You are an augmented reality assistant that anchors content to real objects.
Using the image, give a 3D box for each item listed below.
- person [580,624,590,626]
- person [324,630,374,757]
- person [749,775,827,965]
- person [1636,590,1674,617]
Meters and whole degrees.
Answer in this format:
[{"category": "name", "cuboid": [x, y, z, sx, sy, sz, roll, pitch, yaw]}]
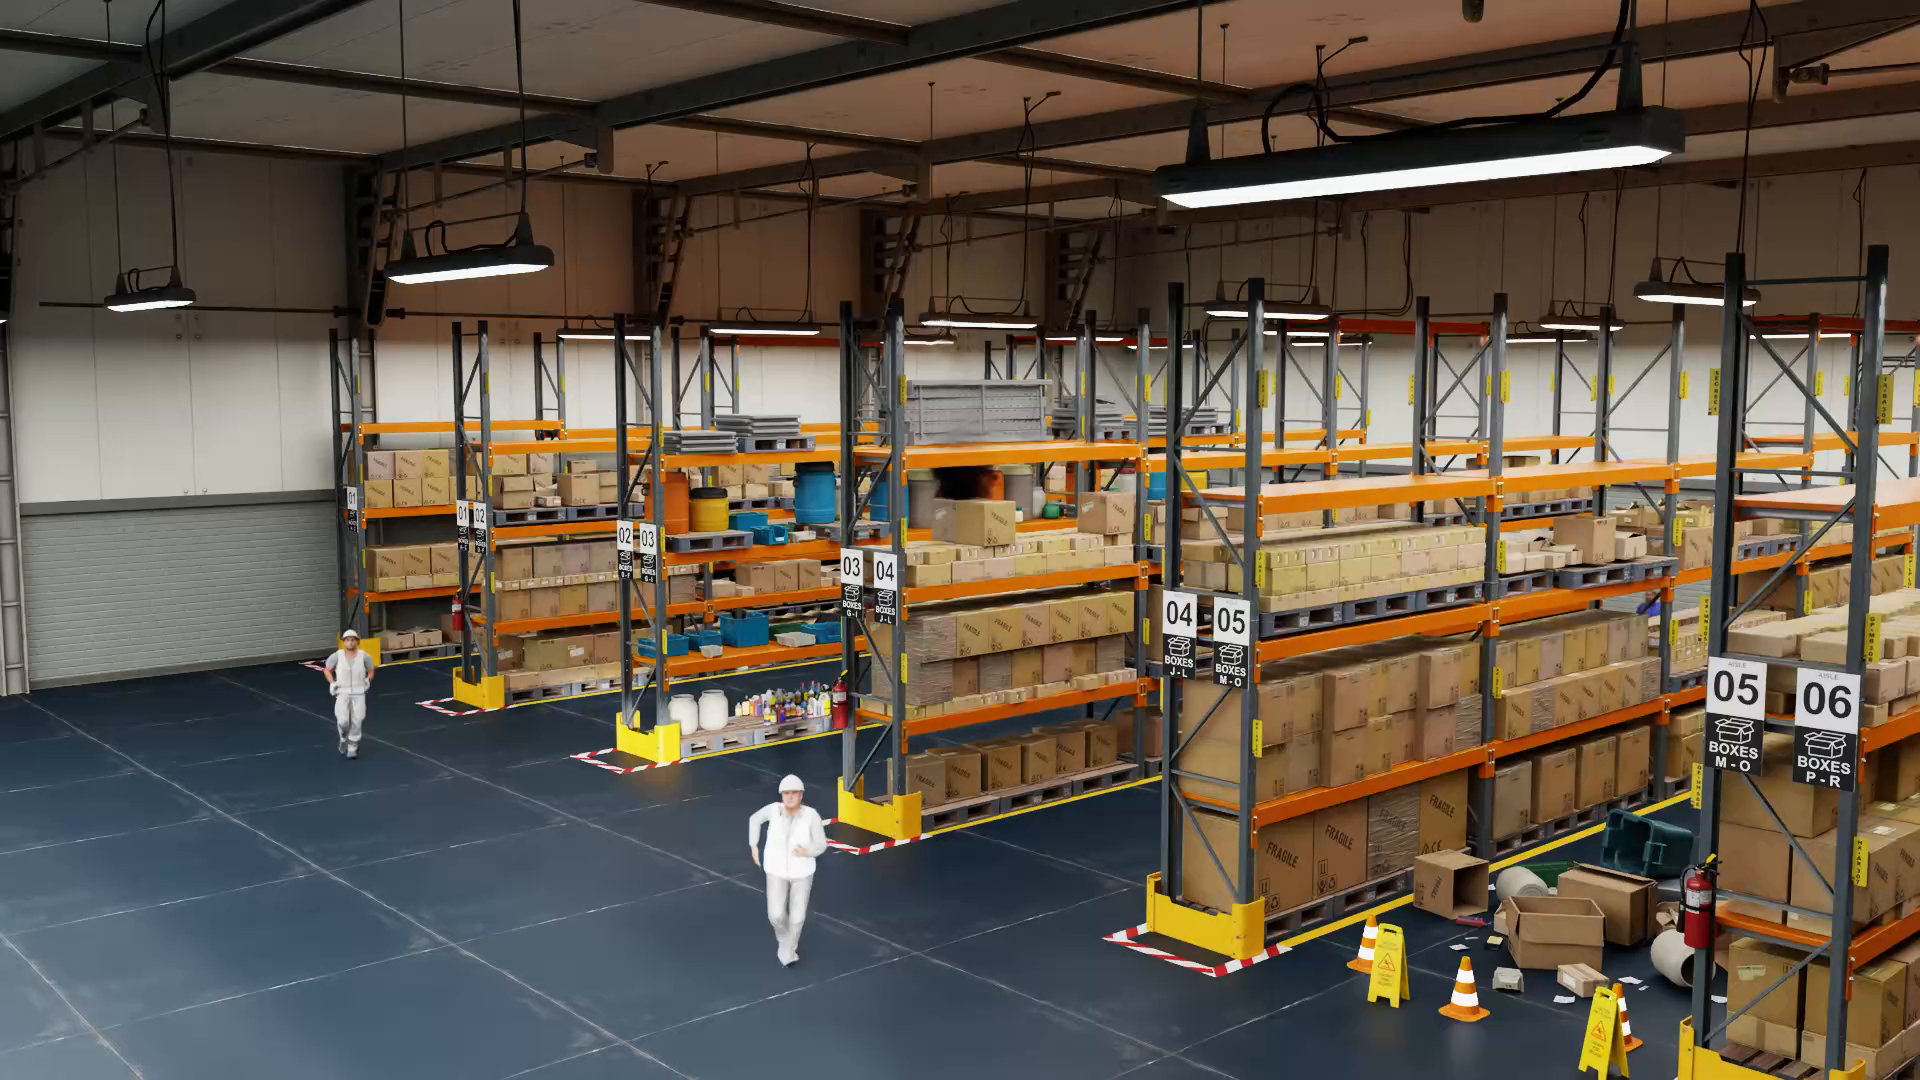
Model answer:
[{"category": "person", "cuboid": [-6.613, 1.397, 29.655, 0.887, 1.696, 0.518, -6, 8, -44]}, {"category": "person", "cuboid": [-8.197, 2.078, 22.378, 0.634, 1.738, 0.570, -2, 6, -23]}, {"category": "person", "cuboid": [-1.490, 2.867, 14.370, 0.690, 1.723, 0.766, 0, 6, -2]}, {"category": "person", "cuboid": [11.621, 1.613, 27.875, 0.590, 1.592, 0.564, 5, 8, 41]}]
